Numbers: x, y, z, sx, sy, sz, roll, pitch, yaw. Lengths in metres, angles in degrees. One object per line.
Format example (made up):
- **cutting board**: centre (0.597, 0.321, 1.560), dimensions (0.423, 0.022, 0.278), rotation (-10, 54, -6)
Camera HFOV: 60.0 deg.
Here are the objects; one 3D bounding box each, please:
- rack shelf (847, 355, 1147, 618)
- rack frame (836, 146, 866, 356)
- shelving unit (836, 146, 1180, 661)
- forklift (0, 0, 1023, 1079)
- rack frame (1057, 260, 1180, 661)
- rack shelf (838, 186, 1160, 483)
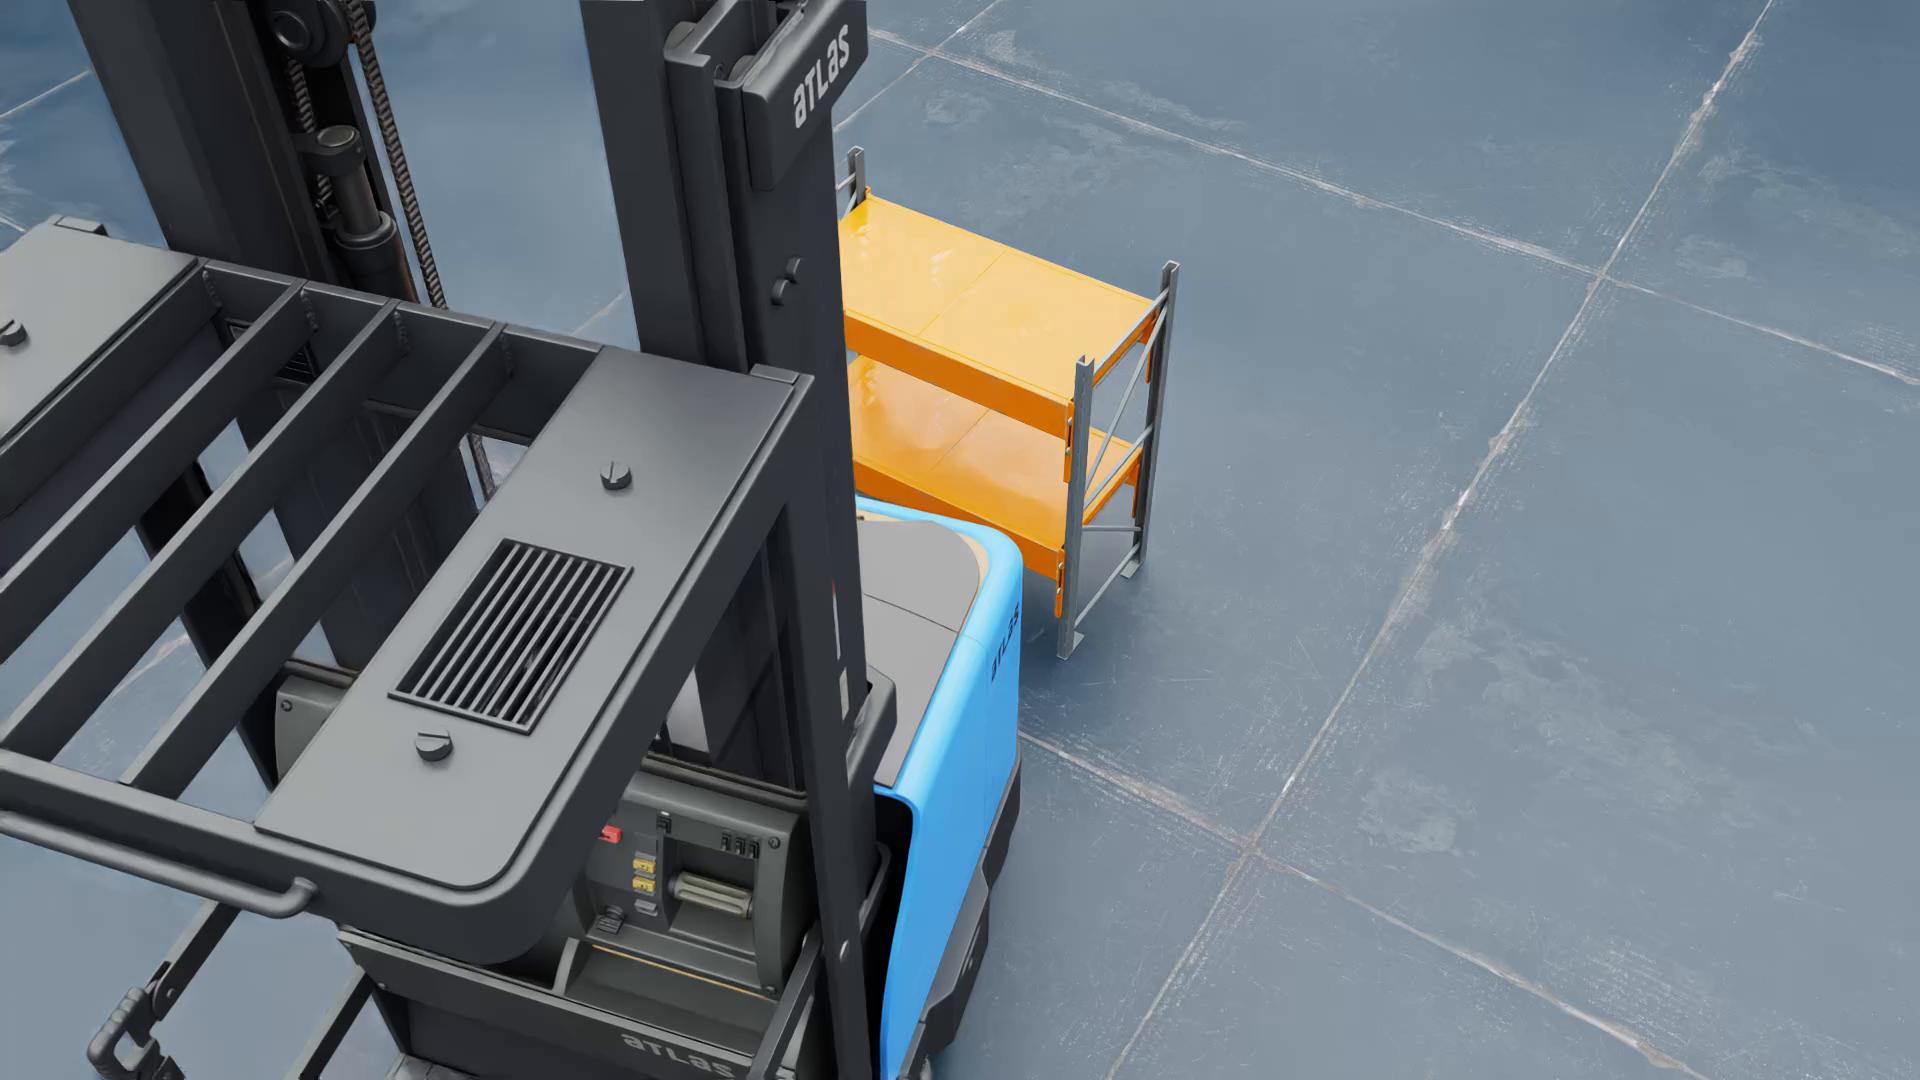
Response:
- **rack shelf**: centre (0.006, -0.219, 5.019), dimensions (1.000, 0.278, 0.538), rotation (25, 51, 22)
- **rack frame**: centre (-0.422, -0.586, 5.035), dimensions (0.032, 1.125, 0.500), rotation (25, 51, 22)
- **shelving unit**: centre (0.006, -0.389, 4.844), dimensions (1.048, 1.125, 0.538), rotation (25, 51, 22)
- **forklift**: centre (-0.780, 0.611, 2.613), dimensions (1.130, 2.935, 3.031), rotation (13, 47, 12)
- **rack frame**: centre (0.434, -0.193, 4.653), dimensions (0.032, 1.125, 0.500), rotation (25, 51, 22)
- **rack shelf**: centre (0.006, -0.593, 4.634), dimensions (1.000, 0.278, 0.538), rotation (25, 51, 22)
